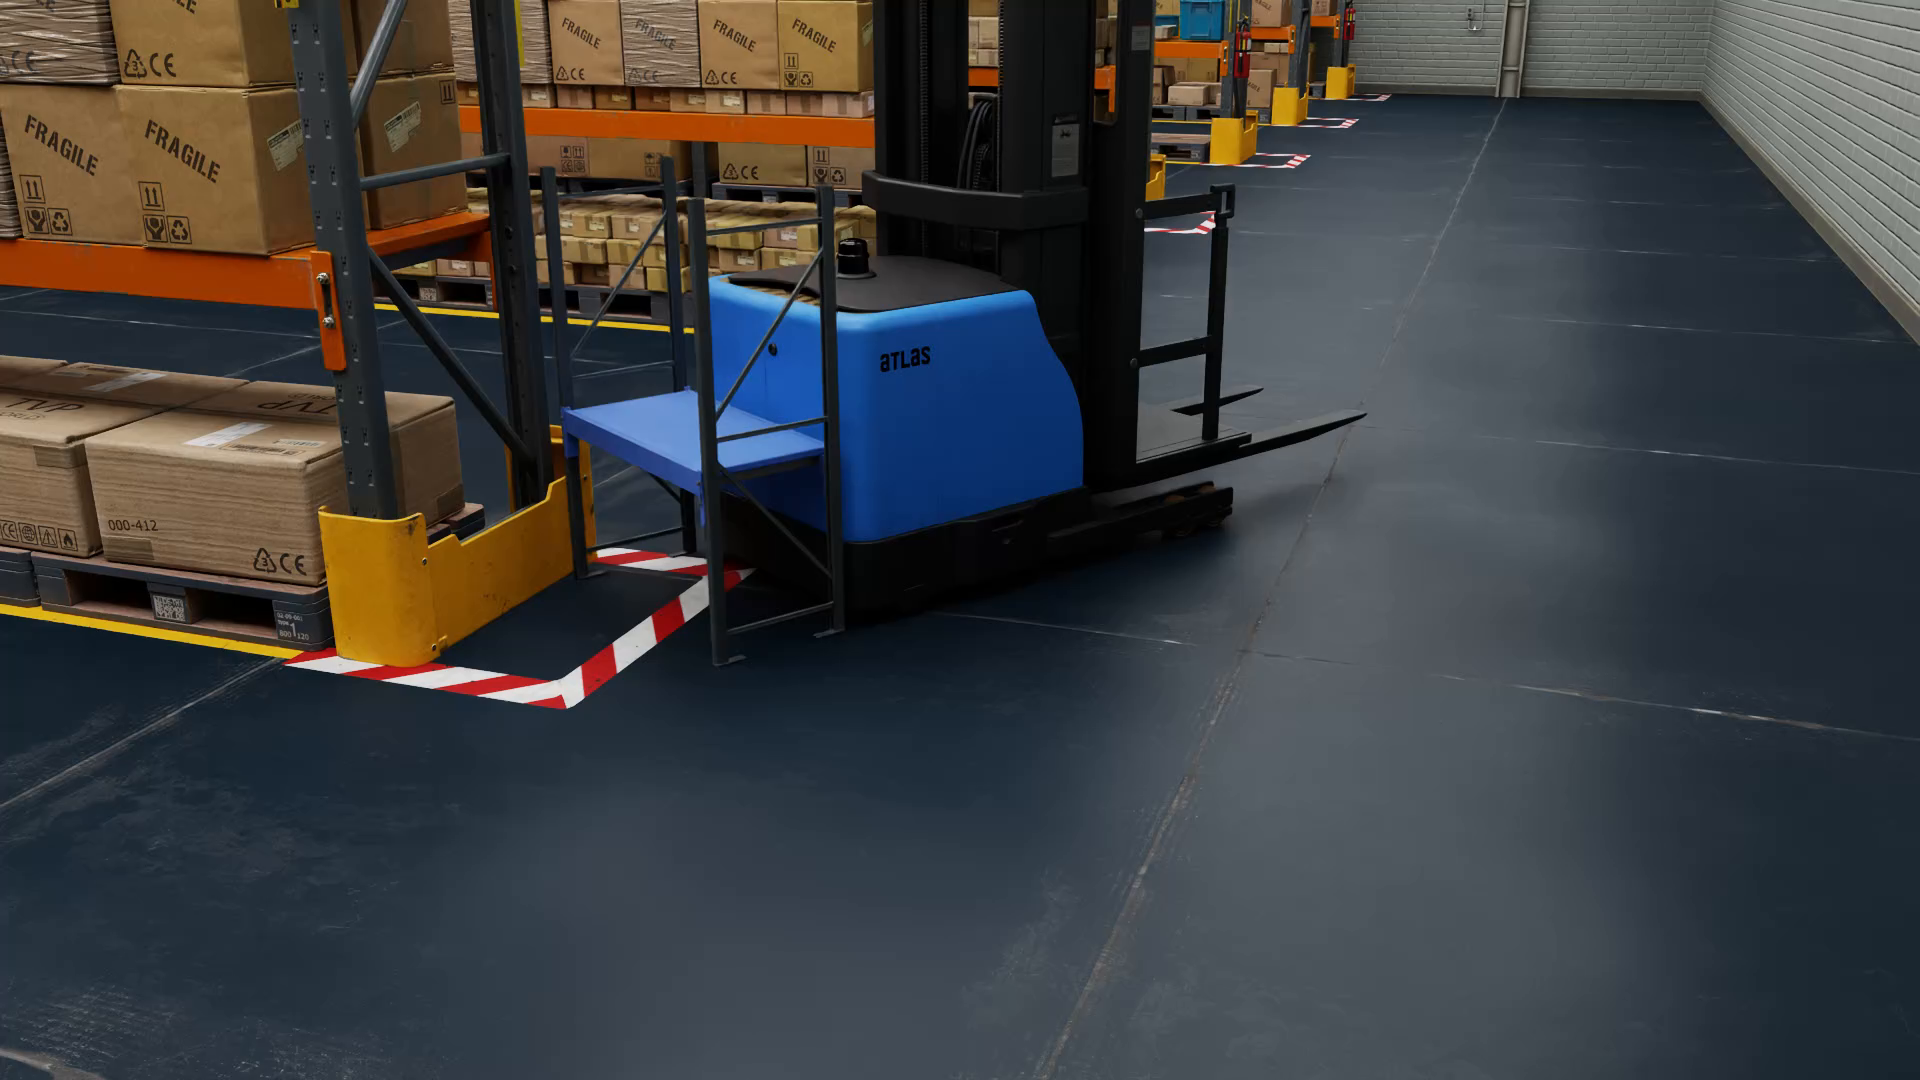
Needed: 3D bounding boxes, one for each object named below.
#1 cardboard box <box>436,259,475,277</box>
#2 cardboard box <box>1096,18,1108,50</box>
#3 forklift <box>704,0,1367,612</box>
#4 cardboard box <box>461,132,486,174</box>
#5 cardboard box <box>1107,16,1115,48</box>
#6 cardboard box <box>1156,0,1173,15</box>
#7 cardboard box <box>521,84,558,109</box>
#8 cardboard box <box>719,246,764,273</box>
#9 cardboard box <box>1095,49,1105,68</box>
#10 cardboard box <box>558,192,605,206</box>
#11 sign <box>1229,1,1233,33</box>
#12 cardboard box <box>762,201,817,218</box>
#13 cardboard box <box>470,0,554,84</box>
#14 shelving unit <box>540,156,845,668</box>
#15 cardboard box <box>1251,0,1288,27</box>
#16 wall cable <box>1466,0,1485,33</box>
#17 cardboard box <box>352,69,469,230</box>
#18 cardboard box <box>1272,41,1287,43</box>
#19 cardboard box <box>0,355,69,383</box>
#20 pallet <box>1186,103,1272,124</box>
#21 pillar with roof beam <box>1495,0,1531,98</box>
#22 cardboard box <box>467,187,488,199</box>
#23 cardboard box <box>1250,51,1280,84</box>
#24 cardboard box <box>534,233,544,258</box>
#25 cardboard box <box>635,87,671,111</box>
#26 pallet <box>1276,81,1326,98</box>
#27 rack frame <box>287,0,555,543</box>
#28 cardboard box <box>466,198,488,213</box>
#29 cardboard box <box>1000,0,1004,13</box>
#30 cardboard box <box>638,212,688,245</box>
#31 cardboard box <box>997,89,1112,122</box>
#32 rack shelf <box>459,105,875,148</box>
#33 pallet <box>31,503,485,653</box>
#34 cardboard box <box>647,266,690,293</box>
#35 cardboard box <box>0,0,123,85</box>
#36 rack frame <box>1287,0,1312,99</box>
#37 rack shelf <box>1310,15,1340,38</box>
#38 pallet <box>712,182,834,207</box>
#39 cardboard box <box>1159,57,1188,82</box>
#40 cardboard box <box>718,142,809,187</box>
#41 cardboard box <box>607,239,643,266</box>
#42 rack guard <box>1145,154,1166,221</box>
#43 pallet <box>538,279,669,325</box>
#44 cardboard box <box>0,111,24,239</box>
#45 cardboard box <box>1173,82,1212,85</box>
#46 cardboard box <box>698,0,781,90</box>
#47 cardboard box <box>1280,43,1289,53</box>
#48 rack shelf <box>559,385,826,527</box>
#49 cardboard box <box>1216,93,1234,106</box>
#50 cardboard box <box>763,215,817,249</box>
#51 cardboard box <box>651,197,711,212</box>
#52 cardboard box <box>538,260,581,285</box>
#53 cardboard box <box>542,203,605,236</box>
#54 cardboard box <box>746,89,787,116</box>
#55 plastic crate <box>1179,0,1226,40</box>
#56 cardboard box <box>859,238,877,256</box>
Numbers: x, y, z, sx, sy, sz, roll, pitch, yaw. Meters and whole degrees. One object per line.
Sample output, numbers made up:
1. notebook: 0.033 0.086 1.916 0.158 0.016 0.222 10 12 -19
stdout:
1. cardboard box: -3.256 -1.854 11.032 0.250 0.149 0.380 6 20 18
2. cardboard box: 0.959 -4.319 14.187 0.500 0.250 0.500 6 20 17
3. forklift: 0.477 -1.515 6.471 3.031 2.935 1.130 -15 24 -37
4. cardboard box: -4.569 -4.159 16.542 0.875 0.875 1.225 7 20 18
5. cardboard box: 1.139 -4.485 14.663 0.500 0.250 0.500 6 20 17
6. cardboard box: 2.809 -7.536 23.485 0.500 0.500 0.500 6 20 17
7. cardboard box: -2.578 -2.803 10.441 0.250 0.149 0.380 7 21 20
8. cardboard box: -1.303 -1.765 10.324 0.250 0.149 0.380 6 20 16
9. cardboard box: 1.059 -4.097 14.155 0.250 0.149 0.380 7 20 19
10. cardboard box: -2.579 -2.264 11.302 0.250 0.149 0.380 6 20 15
11. sign: 2.964 -5.724 18.193 0.005 0.325 0.100 7 20 18
12. cardboard box: -1.099 -2.103 10.843 0.250 0.149 0.380 6 20 18
13. cardboard box: -2.679 -3.120 10.365 0.500 0.500 0.500 6 20 17
14. shelving unit: -0.913 -0.480 5.671 0.538 1.500 1.048 -15 24 -35
15. cardboard box: 4.246 -7.371 23.012 0.500 0.500 0.500 7 20 20
16. wall cable: 7.900 -9.536 27.832 1.851 1.984 0.084 7 20 18
17. cardboard box: -2.108 -1.387 5.846 0.500 0.500 0.500 6 20 18
18. cardboard box: 5.391 -8.372 28.211 0.250 0.149 0.380 7 20 18
19. cardboard box: -4.123 -0.421 6.483 0.875 0.438 0.875 6 20 16
20. pallet: 3.933 -6.137 23.861 1.213 0.211 1.003 7 20 18
21. pillar with roof beam: 7.802 -10.372 22.660 0.400 9.000 9.100 7 20 18
22. cardboard box: -3.322 -2.341 11.524 0.250 0.149 0.380 7 20 19
23. cardboard box: 5.214 -8.017 28.177 0.500 0.500 0.700 6 20 18
24. cardboard box: -2.744 -1.953 10.863 0.250 0.149 0.380 8 21 21
25. cardboard box: -1.808 -2.744 10.273 0.250 0.149 0.380 6 20 16
26. pallet: 5.599 -7.646 28.189 1.213 0.211 1.003 7 20 18
27. rack frame: -1.748 -1.199 5.458 0.127 3.000 1.000 7 20 18
28. cardboard box: -3.245 -2.152 10.982 0.250 0.149 0.380 6 20 17
29. cardboard box: 0.667 -4.893 14.694 0.500 0.500 0.500 6 20 17
30. cardboard box: -1.803 -1.953 10.411 0.250 0.149 0.380 7 21 20
31. cardboard box: 0.873 -3.519 14.705 0.875 0.875 0.875 7 20 18
32. rack shelf: -2.109 -2.625 10.643 4.000 0.370 1.077 7 20 18
33. pallet: -2.529 0.056 6.095 1.213 0.211 1.003 7 20 18
34. cardboard box: -1.782 -1.675 10.518 0.250 0.149 0.380 6 20 16
35. cardboard box: -2.785 -1.743 5.350 0.500 0.500 0.500 7 20 18
36. rack frame: 4.758 -7.360 23.133 0.127 3.000 1.000 7 20 18
37. rack shelf: 4.491 -8.777 28.290 4.000 0.370 1.077 7 20 18
38. pallet: -1.582 -3.289 15.690 1.213 0.211 1.003 7 20 18
39. cardboard box: 3.748 -8.182 28.652 0.500 0.500 0.700 6 20 18
40. cardboard box: -1.678 -3.811 15.542 0.875 0.875 0.875 7 20 18
41. cardboard box: -2.033 -1.851 10.569 0.250 0.149 0.380 8 21 21
42. rack guard: 1.526 -3.097 14.701 0.348 0.500 1.175 7 20 18
43. pallet: -2.196 -1.671 11.050 1.213 0.211 1.003 7 20 18
44. cardboard box: -3.249 -1.327 5.674 0.500 0.500 0.500 7 20 20
45. cardboard box: 3.393 -6.524 24.244 0.500 0.250 0.500 7 20 18
46. cardboard box: -1.213 -2.962 9.913 0.500 0.500 0.500 6 20 17
47. cardboard box: 5.505 -8.226 27.793 0.250 0.149 0.380 6 20 17
48. rack shelf: -0.912 -0.310 5.730 0.538 0.185 1.000 -15 24 -35
49. cardboard box: 3.811 -6.283 23.681 0.250 0.166 0.380 7 20 18
50. cardboard box: -1.021 -1.905 10.274 0.250 0.149 0.380 7 20 19
51. cardboard box: -1.853 -2.180 11.062 0.250 0.149 0.380 7 20 19
52. cardboard box: -2.520 -1.766 10.779 0.250 0.149 0.380 6 20 17
53. cardboard box: -2.493 -2.074 10.759 0.250 0.149 0.380 6 20 16
54. cardboard box: -1.085 -2.638 9.970 0.250 0.149 0.380 6 20 18
55. plastic crate: 2.751 -5.843 18.637 0.499 0.435 0.616 7 20 18
56. cardboard box: -0.630 -1.878 10.647 0.250 0.149 0.380 7 21 20
